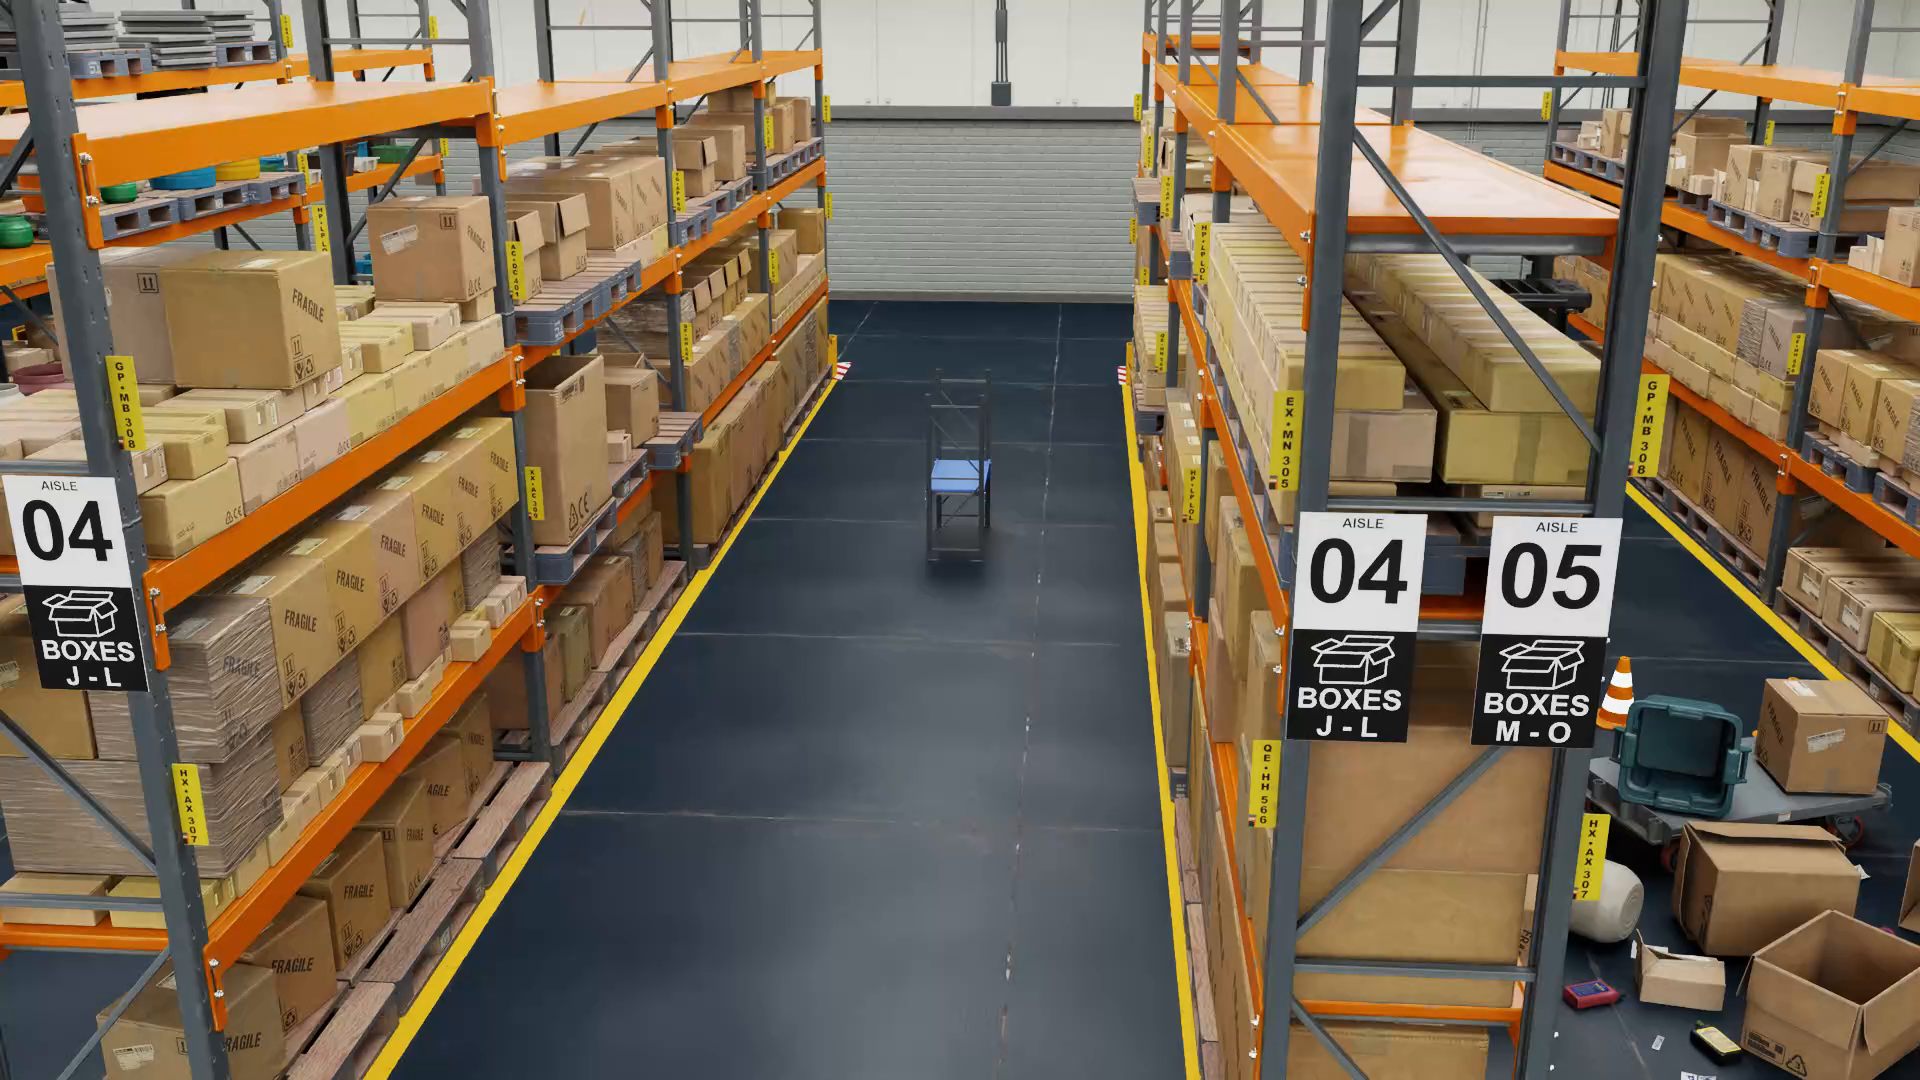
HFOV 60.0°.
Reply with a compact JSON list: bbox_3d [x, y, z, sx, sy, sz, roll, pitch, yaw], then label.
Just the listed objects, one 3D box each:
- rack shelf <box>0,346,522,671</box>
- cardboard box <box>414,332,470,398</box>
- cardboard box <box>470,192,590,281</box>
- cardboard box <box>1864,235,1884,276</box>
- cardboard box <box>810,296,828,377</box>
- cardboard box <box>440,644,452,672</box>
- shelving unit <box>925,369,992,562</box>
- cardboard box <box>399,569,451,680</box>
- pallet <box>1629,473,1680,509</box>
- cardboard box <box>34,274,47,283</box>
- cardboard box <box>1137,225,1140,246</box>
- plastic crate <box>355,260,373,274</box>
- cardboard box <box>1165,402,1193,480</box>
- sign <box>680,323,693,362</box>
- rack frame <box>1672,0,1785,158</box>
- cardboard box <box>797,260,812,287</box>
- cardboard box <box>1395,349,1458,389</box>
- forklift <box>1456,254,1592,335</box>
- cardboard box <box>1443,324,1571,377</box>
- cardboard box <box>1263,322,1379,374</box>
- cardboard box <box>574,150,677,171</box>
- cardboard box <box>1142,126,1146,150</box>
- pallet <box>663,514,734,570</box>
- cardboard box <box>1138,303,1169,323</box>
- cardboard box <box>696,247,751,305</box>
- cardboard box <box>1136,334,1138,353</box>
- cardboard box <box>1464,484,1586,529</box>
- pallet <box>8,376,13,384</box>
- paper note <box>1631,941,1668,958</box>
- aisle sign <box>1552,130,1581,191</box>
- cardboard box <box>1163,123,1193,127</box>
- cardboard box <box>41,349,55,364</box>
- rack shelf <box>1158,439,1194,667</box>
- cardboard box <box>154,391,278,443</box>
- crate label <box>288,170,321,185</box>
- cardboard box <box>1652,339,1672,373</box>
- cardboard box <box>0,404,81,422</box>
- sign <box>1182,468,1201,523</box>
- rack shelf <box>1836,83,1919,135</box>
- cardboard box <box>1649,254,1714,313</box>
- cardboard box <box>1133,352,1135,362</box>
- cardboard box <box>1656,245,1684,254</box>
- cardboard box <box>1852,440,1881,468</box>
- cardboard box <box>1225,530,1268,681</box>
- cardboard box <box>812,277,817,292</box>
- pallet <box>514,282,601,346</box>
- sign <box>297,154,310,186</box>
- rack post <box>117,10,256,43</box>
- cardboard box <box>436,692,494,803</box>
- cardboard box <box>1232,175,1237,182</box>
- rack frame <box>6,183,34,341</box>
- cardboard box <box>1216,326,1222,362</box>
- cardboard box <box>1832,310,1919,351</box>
[{"bbox_3d":[-3.217,-0.336,7.798,1.077,0.370,4.000,1,18,4],"label":"rack shelf"},{"bbox_3d":[-2.894,-0.919,8.660,0.500,0.250,0.500,2,18,5],"label":"cardboard box"},{"bbox_3d":[-2.875,-1.985,10.832,0.797,0.503,0.637,2,18,6],"label":"cardboard box"},{"bbox_3d":[6.887,-2.083,12.190,0.396,0.266,0.258,1,18,4],"label":"cardboard box"},{"bbox_3d":[-2.180,-2.590,21.076,0.875,0.875,0.875,1,18,4],"label":"cardboard box"},{"bbox_3d":[-2.957,0.627,8.922,0.380,0.149,0.250,1,18,4],"label":"cardboard box"},{"bbox_3d":[-0.006,-0.686,14.936,0.538,1.500,1.048,1,18,4],"label":"shelving unit"},{"bbox_3d":[-3.174,0.387,8.612,0.875,0.500,0.500,1,18,4],"label":"cardboard box"},{"bbox_3d":[7.404,-0.571,16.654,1.003,0.211,1.213,1,18,4],"label":"pallet"},{"bbox_3d":[-11.888,-3.564,21.150,0.500,0.500,0.500,1,18,4],"label":"cardboard box"},{"bbox_3d":[2.340,-3.671,19.394,0.500,0.500,0.500,1,18,3],"label":"cardboard box"},{"bbox_3d":[-7.547,-3.387,20.941,0.416,0.233,0.300,1,18,4],"label":"plastic crate"},{"bbox_3d":[1.818,-0.730,12.501,0.500,0.500,0.500,1,18,3],"label":"cardboard box"},{"bbox_3d":[-2.245,-1.620,13.644,0.100,0.325,0.005,1,18,4],"label":"sign"},{"bbox_3d":[7.384,-4.988,16.022,1.000,3.000,0.127,1,18,4],"label":"rack frame"},{"bbox_3d":[-2.057,-3.199,19.959,0.500,0.250,0.500,1,18,2],"label":"cardboard box"},{"bbox_3d":[1.905,-0.534,6.174,0.500,0.250,0.500,1,18,3],"label":"cardboard box"},{"bbox_3d":[4.528,-1.129,13.990,1.130,2.935,3.031,2,18,5],"label":"forklift"},{"bbox_3d":[1.958,-0.676,5.965,0.380,0.149,0.250,1,18,3],"label":"cardboard box"},{"bbox_3d":[1.303,-0.691,6.012,0.380,0.149,0.250,2,18,5],"label":"cardboard box"},{"bbox_3d":[-2.815,-2.982,13.874,0.797,0.503,0.637,2,18,7],"label":"cardboard box"},{"bbox_3d":[2.351,-4.601,19.096,0.500,0.250,0.500,1,18,5],"label":"cardboard box"},{"bbox_3d":[-2.655,-0.034,15.016,1.003,0.211,1.213,1,18,4],"label":"pallet"},{"bbox_3d":[1.880,-2.144,15.750,0.380,0.149,0.250,1,18,3],"label":"cardboard box"},{"bbox_3d":[-2.538,-2.684,16.853,0.797,0.503,0.637,1,18,2],"label":"cardboard box"},{"bbox_3d":[1.880,-1.864,15.850,0.380,0.149,0.250,0,18,1],"label":"cardboard box"},{"bbox_3d":[1.924,-0.142,5.618,0.380,0.149,0.250,1,18,4],"label":"cardboard box"},{"bbox_3d":[-12.246,-1.849,20.554,1.003,0.211,1.213,1,18,4],"label":"pallet"},{"bbox_3d":[3.594,2.145,8.666,0.172,0.023,0.155,8,20,23],"label":"paper note"},{"bbox_3d":[7.387,-4.644,20.431,0.394,0.787,0.004,1,18,4],"label":"aisle sign"},{"bbox_3d":[2.310,-4.339,17.656,0.380,0.149,0.250,2,18,6],"label":"cardboard box"},{"bbox_3d":[-12.006,-2.388,21.564,0.380,0.166,0.250,1,18,4],"label":"cardboard box"},{"bbox_3d":[2.010,-0.011,11.622,1.077,0.370,4.000,1,18,4],"label":"rack shelf"},{"bbox_3d":[-3.009,-0.498,6.737,0.380,0.149,0.250,2,18,6],"label":"cardboard box"},{"bbox_3d":[-7.117,-3.915,17.987,0.293,0.136,0.466,1,18,4],"label":"crate label"},{"bbox_3d":[7.054,-1.775,16.090,0.500,0.250,0.500,1,18,3],"label":"cardboard box"},{"bbox_3d":[-3.606,-0.434,6.541,0.380,0.149,0.250,0,18,2],"label":"cardboard box"},{"bbox_3d":[1.324,-0.254,9.475,0.100,0.325,0.005,1,18,4],"label":"sign"},{"bbox_3d":[6.954,-2.593,10.509,1.077,0.370,4.000,1,18,4],"label":"rack shelf"},{"bbox_3d":[7.066,-2.530,16.387,0.500,0.500,0.500,1,18,5],"label":"cardboard box"},{"bbox_3d":[2.304,-2.268,20.302,0.380,0.149,0.250,1,18,4],"label":"cardboard box"},{"bbox_3d":[7.143,-2.813,17.251,0.500,0.500,0.500,1,18,3],"label":"cardboard box"},{"bbox_3d":[6.729,-0.623,12.062,0.380,0.149,0.250,1,18,4],"label":"cardboard box"},{"bbox_3d":[1.676,0.300,7.541,0.875,0.550,0.500,1,18,4],"label":"cardboard box"},{"bbox_3d":[-1.966,-3.127,20.380,0.380,0.149,0.250,2,18,5],"label":"cardboard box"},{"bbox_3d":[-2.923,-1.400,10.188,1.213,0.211,1.003,1,18,4],"label":"pallet"},{"bbox_3d":[-6.892,-3.886,17.461,0.100,0.325,0.005,1,18,4],"label":"sign"},{"bbox_3d":[-7.532,-5.023,16.250,0.937,0.300,0.954,1,18,3],"label":"rack post"},{"bbox_3d":[-3.142,1.238,9.996,0.500,0.500,0.500,1,18,2],"label":"cardboard box"},{"bbox_3d":[2.488,-2.774,13.921,0.500,0.500,0.500,1,18,4],"label":"cardboard box"},{"bbox_3d":[-12.094,-3.823,22.101,1.000,3.000,0.127,1,18,4],"label":"rack frame"},{"bbox_3d":[1.447,-0.944,8.065,0.380,0.149,0.250,1,18,3],"label":"cardboard box"},{"bbox_3d":[7.377,-1.566,13.444,0.500,0.500,0.500,1,18,2],"label":"cardboard box"}]
